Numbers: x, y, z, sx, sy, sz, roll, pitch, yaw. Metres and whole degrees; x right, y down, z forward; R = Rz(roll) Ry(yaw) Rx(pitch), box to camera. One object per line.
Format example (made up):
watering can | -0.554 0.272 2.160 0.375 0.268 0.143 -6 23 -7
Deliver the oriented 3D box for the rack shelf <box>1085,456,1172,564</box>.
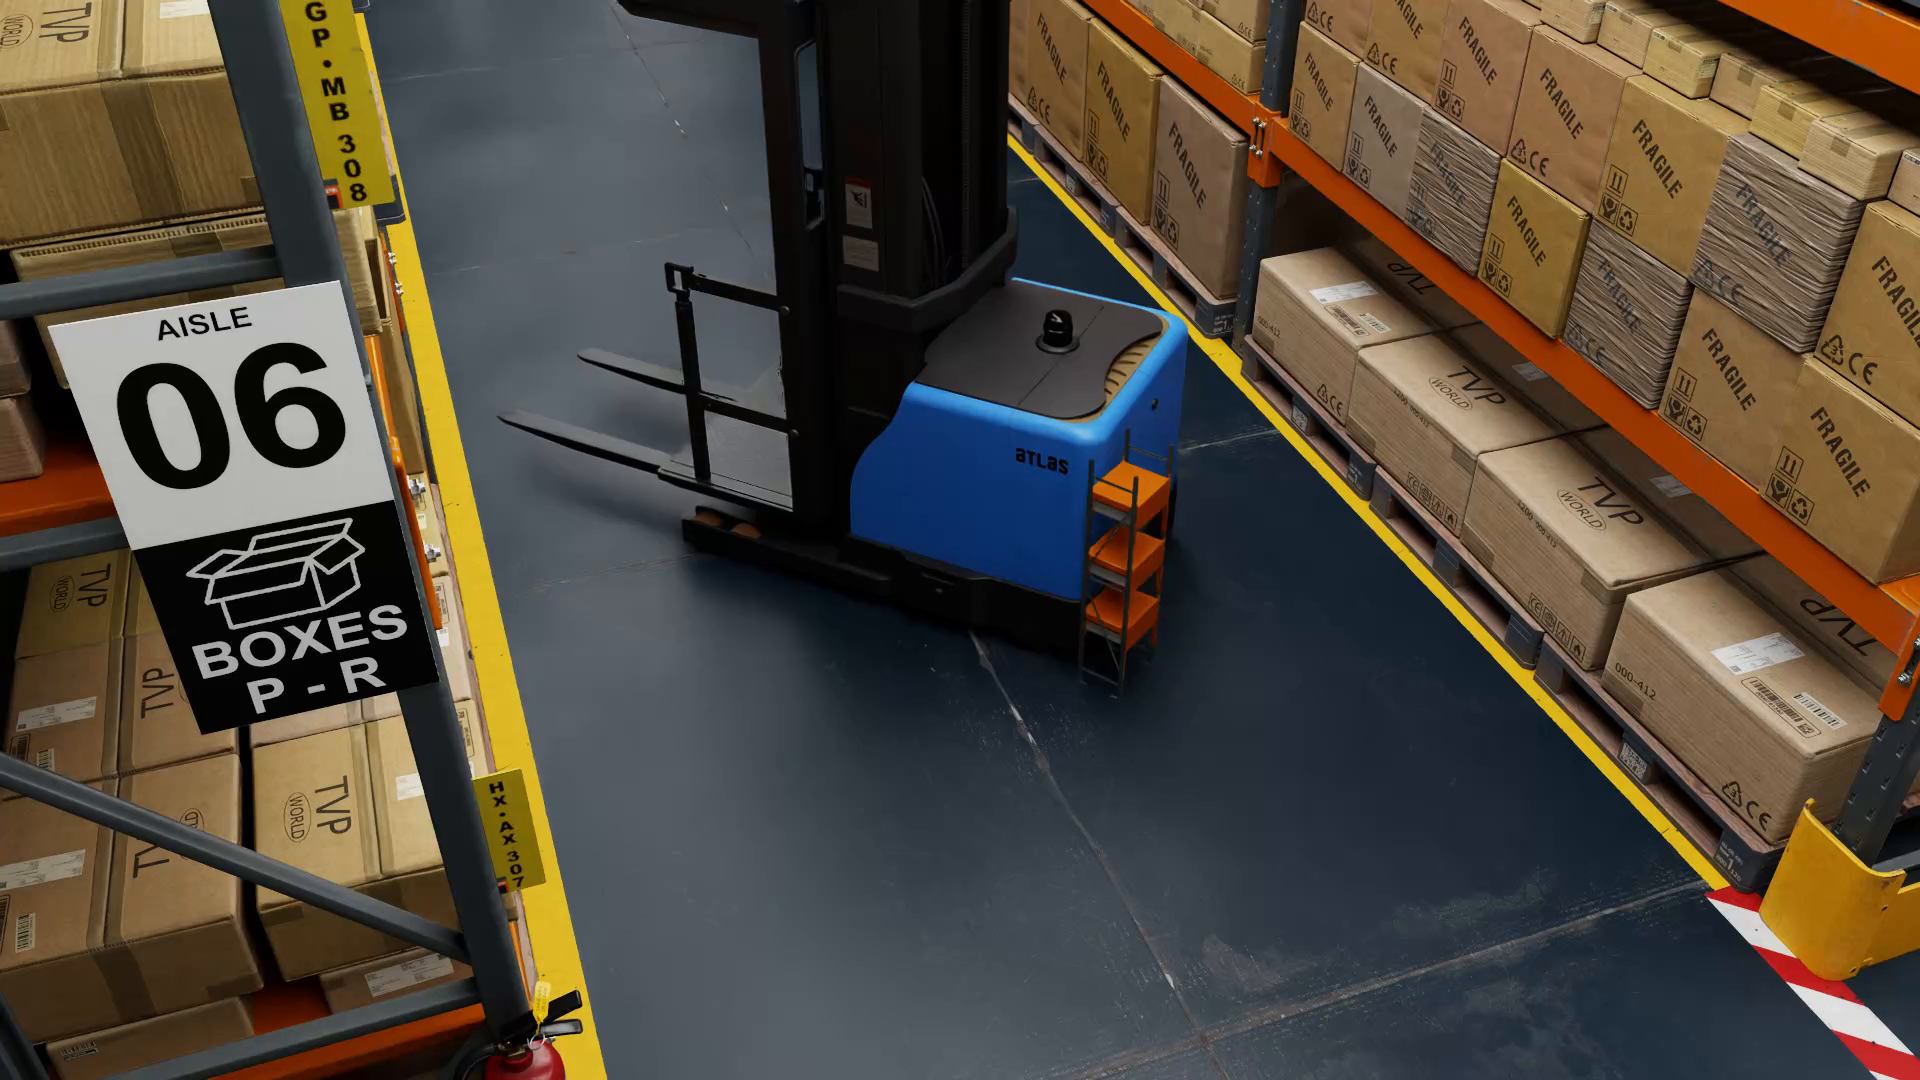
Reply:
rack shelf | 0.613 -0.112 6.072 0.215 0.259 0.240 24 43 28

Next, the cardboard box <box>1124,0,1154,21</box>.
cardboard box | 1.164 -2.973 8.828 0.500 0.250 0.500 -13 39 -17

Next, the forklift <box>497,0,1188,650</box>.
forklift | -0.626 -1.343 6.597 3.031 2.935 1.130 16 40 21

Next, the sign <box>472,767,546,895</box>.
sign | -0.888 0.576 3.272 0.100 0.325 0.005 -12 39 -16

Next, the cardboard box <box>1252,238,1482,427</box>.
cardboard box | 2.000 -1.022 7.894 0.875 0.438 0.875 -13 39 -17

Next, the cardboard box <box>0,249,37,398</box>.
cardboard box | -1.806 -0.417 2.695 0.500 0.250 0.500 -13 39 -17

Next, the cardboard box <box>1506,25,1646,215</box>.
cardboard box | 2.326 -1.511 5.849 0.500 0.500 0.500 -13 39 -16

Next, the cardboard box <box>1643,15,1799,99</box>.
cardboard box | 2.459 -1.564 5.380 0.380 0.149 0.250 -12 38 -15

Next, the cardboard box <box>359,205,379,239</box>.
cardboard box | -2.370 -1.047 6.024 0.500 0.250 0.500 -11 38 -15

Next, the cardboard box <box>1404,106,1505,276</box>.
cardboard box | 2.135 -1.408 6.543 0.500 0.500 0.500 -12 39 -16

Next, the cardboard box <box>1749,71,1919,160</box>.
cardboard box | 2.624 -1.272 4.993 0.380 0.149 0.250 -12 39 -15

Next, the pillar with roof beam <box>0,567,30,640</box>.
pillar with roof beam | 0.661 -3.933 4.992 9.100 9.000 0.400 -12 39 -16

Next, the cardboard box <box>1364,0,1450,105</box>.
cardboard box | 1.989 -2.088 6.615 0.500 0.500 0.500 -13 39 -17

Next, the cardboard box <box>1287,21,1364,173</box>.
cardboard box | 1.801 -1.975 7.296 0.500 0.500 0.500 -11 38 -14

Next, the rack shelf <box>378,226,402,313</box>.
rack shelf | -3.462 -2.067 8.099 1.077 0.370 4.000 -12 39 -16

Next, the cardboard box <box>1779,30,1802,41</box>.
cardboard box | 2.967 -1.687 5.544 0.380 0.149 0.250 -12 39 -16

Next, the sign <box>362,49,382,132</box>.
sign | -2.267 -1.687 6.278 0.100 0.325 0.005 -12 39 -16

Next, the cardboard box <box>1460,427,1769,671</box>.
cardboard box | 2.618 -0.007 6.546 0.875 0.438 0.875 -11 38 -15

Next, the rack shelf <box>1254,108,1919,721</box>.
rack shelf | 2.573 -0.838 6.467 1.077 0.370 4.000 -12 39 -16

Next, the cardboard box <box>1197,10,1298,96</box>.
cardboard box | 1.494 -2.396 8.063 0.500 0.250 0.500 -13 39 -17

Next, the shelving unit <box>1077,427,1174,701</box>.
shelving unit | 0.613 0.106 6.236 0.215 1.050 0.252 24 43 28

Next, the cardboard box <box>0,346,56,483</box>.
cardboard box | -1.725 -0.196 2.733 0.380 0.149 0.250 -11 38 -15

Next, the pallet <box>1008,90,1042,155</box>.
pallet | 0.709 -2.940 10.977 1.003 0.211 1.213 -12 39 -16

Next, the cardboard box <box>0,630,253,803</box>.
cardboard box | -1.982 0.479 3.998 0.500 0.250 0.500 -12 39 -16

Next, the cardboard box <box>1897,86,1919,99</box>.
cardboard box | 3.153 -1.400 5.162 0.380 0.149 0.250 -14 39 -17

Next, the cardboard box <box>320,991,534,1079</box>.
cardboard box | -1.519 1.499 4.493 0.797 0.503 0.637 -14 39 -18

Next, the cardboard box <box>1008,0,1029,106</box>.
cardboard box | 0.668 -3.426 10.722 0.875 0.875 0.875 -13 39 -16

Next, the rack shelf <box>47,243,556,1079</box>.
rack shelf | -2.086 0.192 5.100 1.077 0.370 4.000 -12 39 -16

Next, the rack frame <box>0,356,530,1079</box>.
rack frame | -1.398 1.035 3.383 1.000 3.000 0.127 -12 39 -16

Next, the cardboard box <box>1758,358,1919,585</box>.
cardboard box | 2.847 -0.253 5.009 0.500 0.500 0.500 -12 39 -16

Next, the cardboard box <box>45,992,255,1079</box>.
cardboard box | -1.764 1.003 3.634 0.380 0.149 0.250 -13 39 -16

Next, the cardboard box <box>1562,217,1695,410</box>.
cardboard box | 2.502 -0.828 5.773 0.500 0.500 0.500 -11 38 -15

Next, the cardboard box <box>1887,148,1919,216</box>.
cardboard box | 2.840 -0.993 4.622 0.380 0.149 0.250 -12 39 -15

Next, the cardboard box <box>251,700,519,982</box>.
cardboard box | -1.301 0.664 3.753 0.500 0.250 0.500 -12 39 -16

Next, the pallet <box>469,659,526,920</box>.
pallet | -2.115 0.967 5.790 1.003 0.211 1.213 -12 39 -16

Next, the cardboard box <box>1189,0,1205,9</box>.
cardboard box | 1.326 -2.874 8.282 0.500 0.250 0.500 -12 38 -15

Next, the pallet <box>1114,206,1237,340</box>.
pallet | 1.549 -1.561 9.147 1.003 0.211 1.213 -12 39 -16

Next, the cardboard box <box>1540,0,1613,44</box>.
cardboard box | 2.256 -1.857 5.769 0.380 0.149 0.250 -12 39 -16

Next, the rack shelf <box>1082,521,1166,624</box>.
rack shelf | 0.613 0.115 6.242 0.215 0.259 0.240 24 43 28

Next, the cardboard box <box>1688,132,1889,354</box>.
cardboard box | 2.665 -0.947 5.099 0.500 0.500 0.500 -12 39 -16

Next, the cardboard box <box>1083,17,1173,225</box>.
cardboard box | 1.278 -2.416 9.381 0.875 0.875 0.875 -11 38 -15

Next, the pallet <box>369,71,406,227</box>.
pallet | -2.947 -1.622 7.070 1.003 0.211 1.213 -12 39 -16

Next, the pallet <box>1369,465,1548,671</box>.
pallet | 2.497 -0.005 7.081 1.003 0.211 1.213 -12 39 -16

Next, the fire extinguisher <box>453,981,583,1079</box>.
fire extinguisher | -0.913 1.202 3.535 0.296 0.674 0.183 -12 39 -16

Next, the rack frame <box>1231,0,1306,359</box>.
rack frame | 1.885 -2.255 7.750 1.000 3.000 0.127 -12 39 -16

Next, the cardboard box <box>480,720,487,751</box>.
cardboard box | -1.865 0.690 5.569 0.500 0.500 0.500 -12 39 -15

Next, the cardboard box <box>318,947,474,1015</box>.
cardboard box | -1.253 0.893 3.781 0.380 0.149 0.250 -13 39 -16

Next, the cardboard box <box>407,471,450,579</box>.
cardboard box | -1.652 0.093 4.510 0.500 0.250 0.500 -13 39 -17

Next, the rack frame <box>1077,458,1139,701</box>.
rack frame | 0.541 0.166 6.157 0.200 1.050 0.008 24 43 28

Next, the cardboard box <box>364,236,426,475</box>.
cardboard box | -1.817 -0.483 4.652 0.500 0.500 0.500 -11 38 -15
